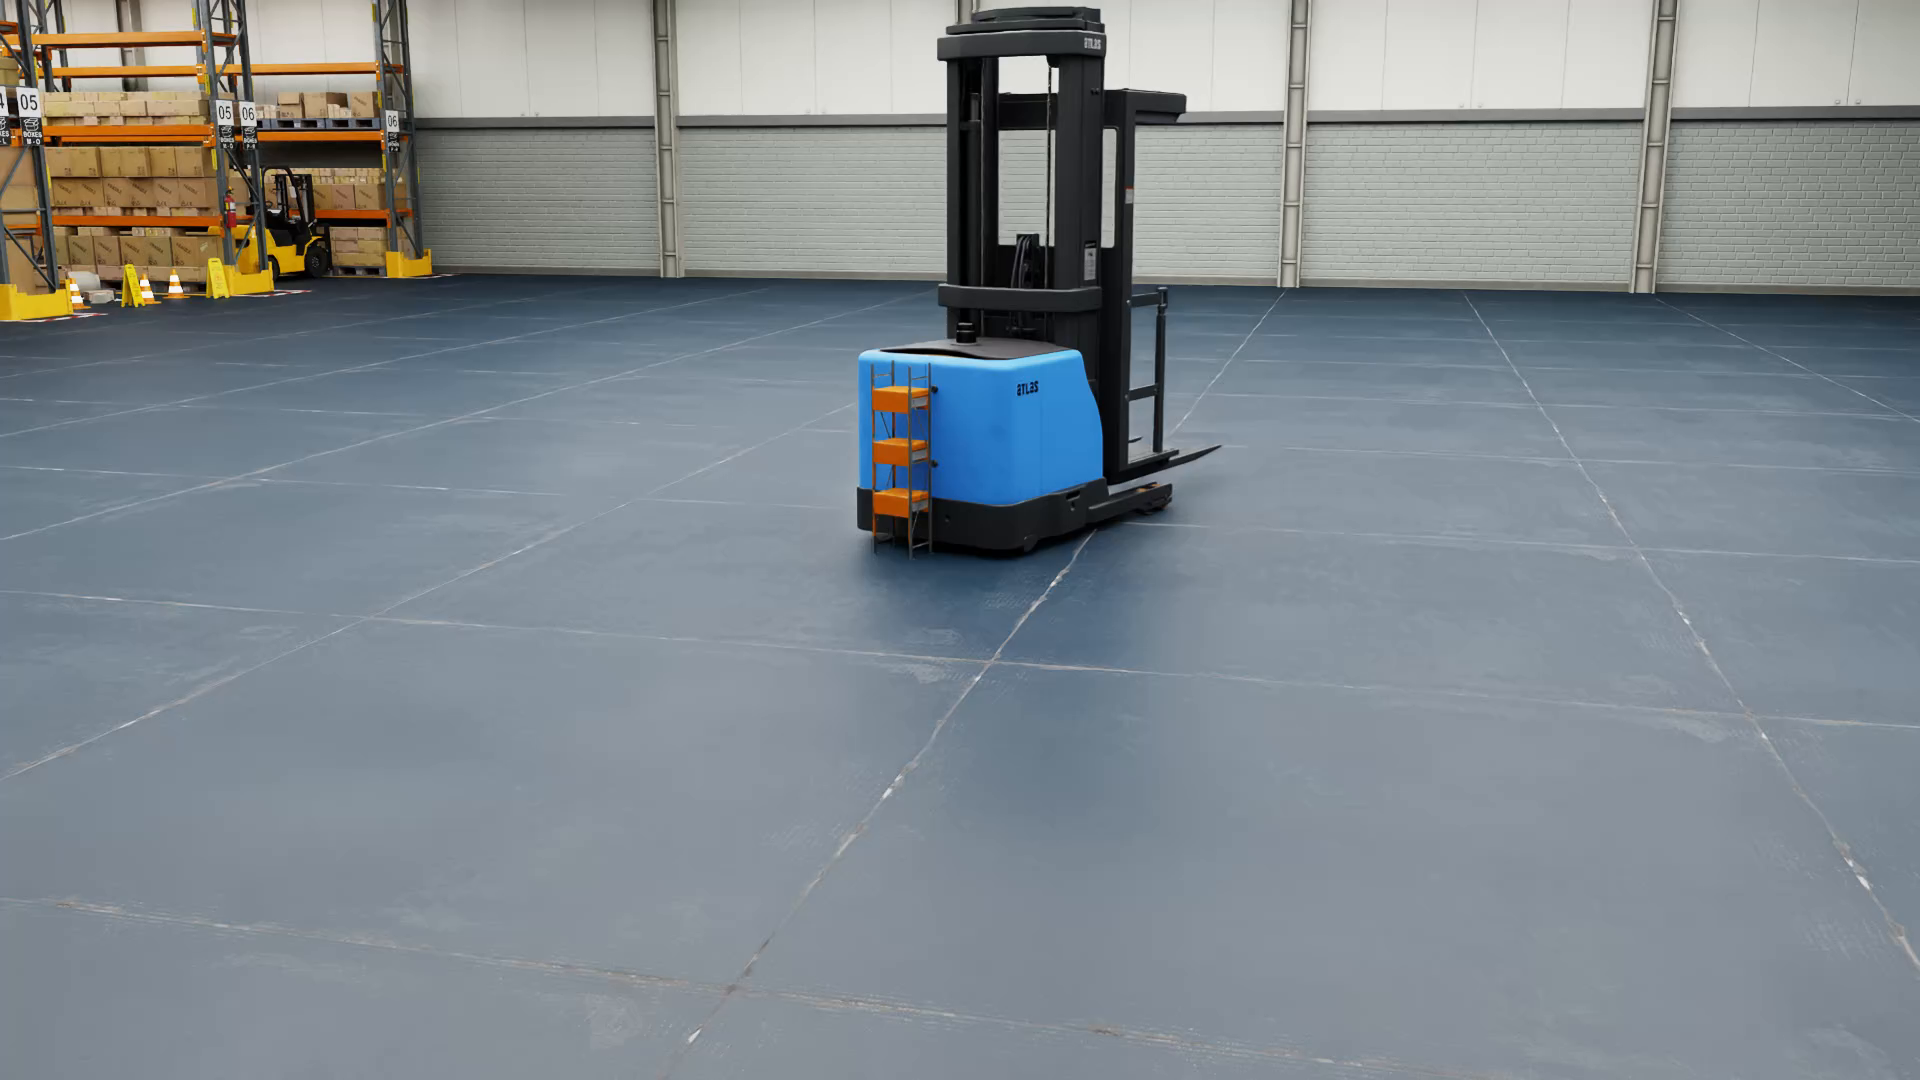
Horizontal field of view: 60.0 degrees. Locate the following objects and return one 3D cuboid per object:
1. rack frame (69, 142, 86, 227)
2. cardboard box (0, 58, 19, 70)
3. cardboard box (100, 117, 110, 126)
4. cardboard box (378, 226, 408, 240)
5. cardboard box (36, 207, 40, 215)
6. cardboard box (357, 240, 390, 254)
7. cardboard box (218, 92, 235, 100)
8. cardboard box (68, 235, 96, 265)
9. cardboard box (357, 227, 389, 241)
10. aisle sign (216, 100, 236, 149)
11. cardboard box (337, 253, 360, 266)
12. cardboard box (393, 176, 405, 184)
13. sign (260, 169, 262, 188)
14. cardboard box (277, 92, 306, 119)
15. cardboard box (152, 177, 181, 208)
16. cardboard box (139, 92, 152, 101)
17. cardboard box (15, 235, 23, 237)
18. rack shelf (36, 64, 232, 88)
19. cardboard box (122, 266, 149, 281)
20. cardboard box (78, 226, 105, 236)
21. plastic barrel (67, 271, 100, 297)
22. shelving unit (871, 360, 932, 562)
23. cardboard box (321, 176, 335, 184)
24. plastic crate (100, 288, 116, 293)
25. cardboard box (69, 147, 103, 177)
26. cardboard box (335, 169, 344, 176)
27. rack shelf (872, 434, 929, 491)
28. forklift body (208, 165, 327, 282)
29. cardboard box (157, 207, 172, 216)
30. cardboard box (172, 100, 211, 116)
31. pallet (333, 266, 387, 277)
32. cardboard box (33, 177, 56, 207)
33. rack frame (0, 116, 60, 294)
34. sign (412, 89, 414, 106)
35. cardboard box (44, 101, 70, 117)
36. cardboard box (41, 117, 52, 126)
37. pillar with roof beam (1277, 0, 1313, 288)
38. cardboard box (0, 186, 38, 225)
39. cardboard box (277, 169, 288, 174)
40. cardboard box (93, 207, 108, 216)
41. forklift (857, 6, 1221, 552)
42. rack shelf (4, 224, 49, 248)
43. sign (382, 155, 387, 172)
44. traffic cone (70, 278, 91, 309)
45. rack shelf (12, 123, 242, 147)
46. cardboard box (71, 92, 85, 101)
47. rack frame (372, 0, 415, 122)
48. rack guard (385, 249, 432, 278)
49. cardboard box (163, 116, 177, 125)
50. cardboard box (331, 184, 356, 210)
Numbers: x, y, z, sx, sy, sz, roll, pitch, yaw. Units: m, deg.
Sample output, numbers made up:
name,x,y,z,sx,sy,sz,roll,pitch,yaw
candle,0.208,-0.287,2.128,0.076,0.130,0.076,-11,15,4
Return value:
name,x,y,z,sx,sy,sz,roll,pitch,yaw
rack frame,-18.824,-7.181,34.901,0.127,3.000,1.000,3,13,14
cardboard box,-13.578,-6.745,23.548,0.250,0.149,0.380,3,13,14
cardboard box,-14.383,-7.123,28.295,0.250,0.149,0.380,3,13,14
cardboard box,-11.478,-6.182,33.466,0.500,0.250,0.500,3,13,13
cardboard box,-15.897,-5.723,28.909,0.250,0.149,0.380,3,13,13
cardboard box,-11.604,-5.832,33.046,0.500,0.250,0.500,3,13,13
cardboard box,-12.539,-7.515,28.217,0.250,0.149,0.380,3,13,13
cardboard box,-15.095,-5.046,28.923,0.500,0.500,0.500,4,13,16
cardboard box,-11.579,-6.075,32.986,0.500,0.250,0.500,4,13,15
aisle sign,-12.252,-6.927,27.753,0.004,0.787,0.394,3,13,14
cardboard box,-12.069,-5.615,33.218,0.500,0.250,0.500,3,13,14
cardboard box,-11.324,-7.204,33.274,0.250,0.149,0.380,3,13,12
sign,-12.113,-6.259,28.745,0.005,0.325,0.100,3,13,14
cardboard box,-13.074,-8.619,33.017,0.637,0.503,0.797,3,13,15
cardboard box,-13.320,-5.913,28.269,0.500,0.500,0.500,3,13,14
cardboard box,-13.605,-7.478,28.051,0.250,0.149,0.380,3,13,14
cardboard box,-19.636,-6.463,34.966,0.250,0.149,0.380,2,13,11
rack shelf,-16.882,-9.460,33.905,4.000,0.370,1.077,3,13,14
cardboard box,-14.102,-4.625,28.756,0.500,0.250,0.500,3,13,12
cardboard box,-15.012,-5.342,28.762,0.250,0.149,0.380,4,13,16
plastic barrel,-14.611,-4.253,27.651,0.512,0.421,0.421,-9,15,-35
shelving unit,-0.313,-0.430,8.972,0.252,1.050,0.215,8,15,33
cardboard box,-12.462,-7.143,33.001,0.250,0.149,0.380,3,13,12
plastic crate,-14.798,-4.251,28.432,0.583,0.080,0.402,-1,13,-6
cardboard box,-14.779,-6.481,28.517,0.500,0.500,0.700,3,13,12
cardboard box,-12.186,-7.294,32.993,0.250,0.149,0.380,3,13,14
rack shelf,-0.313,-0.420,8.975,0.240,0.259,0.215,8,15,33
forklift body,-13.335,-6.067,31.836,1.214,2.155,2.313,3,13,14
cardboard box,-13.430,-5.589,28.302,0.250,0.149,0.380,3,13,15
cardboard box,-12.804,-7.229,27.848,0.500,0.250,0.500,3,13,13
pallet,-11.809,-5.436,33.471,1.213,0.211,1.003,3,13,14
cardboard box,-15.766,-6.042,28.850,0.500,0.500,0.500,3,13,13
rack frame,-13.330,-4.676,23.609,0.127,3.000,1.000,3,13,14
sign,-10.918,-8.812,33.126,0.005,0.325,0.100,3,13,14
cardboard box,-15.261,-7.361,28.445,0.500,0.250,0.500,3,13,13
cardboard box,-15.642,-7.178,28.540,0.250,0.149,0.380,3,13,14
pillar with roof beam,4.927,-8.081,25.106,0.400,9.000,9.100,3,13,14
cardboard box,-13.702,-4.759,23.636,0.550,0.550,0.875,3,13,14
cardboard box,-13.432,-7.355,33.270,0.250,0.149,0.380,3,13,13
cardboard box,-14.657,-5.655,28.601,0.250,0.149,0.380,3,13,14
forklift,0.660,-1.634,10.056,1.130,2.935,3.031,8,15,33
rack shelf,-15.272,-4.429,24.155,4.000,0.370,1.077,3,13,14
sign,-11.200,-7.334,32.368,0.005,0.325,0.100,3,13,14
traffic cone,-13.506,-3.764,25.354,0.334,0.463,0.336,3,13,14
rack shelf,-14.184,-6.939,28.545,4.000,0.370,1.077,3,13,14
cardboard box,-14.883,-7.531,28.292,0.250,0.149,0.380,3,13,12
rack frame,-11.057,-9.695,32.380,0.127,3.000,1.000,3,13,14
rack guard,-11.034,-5.545,33.295,0.348,0.500,1.175,3,13,14
cardboard box,-13.155,-7.051,27.966,0.250,0.149,0.380,3,13,15
cardboard box,-12.099,-6.814,33.015,0.500,0.500,0.500,3,13,15
